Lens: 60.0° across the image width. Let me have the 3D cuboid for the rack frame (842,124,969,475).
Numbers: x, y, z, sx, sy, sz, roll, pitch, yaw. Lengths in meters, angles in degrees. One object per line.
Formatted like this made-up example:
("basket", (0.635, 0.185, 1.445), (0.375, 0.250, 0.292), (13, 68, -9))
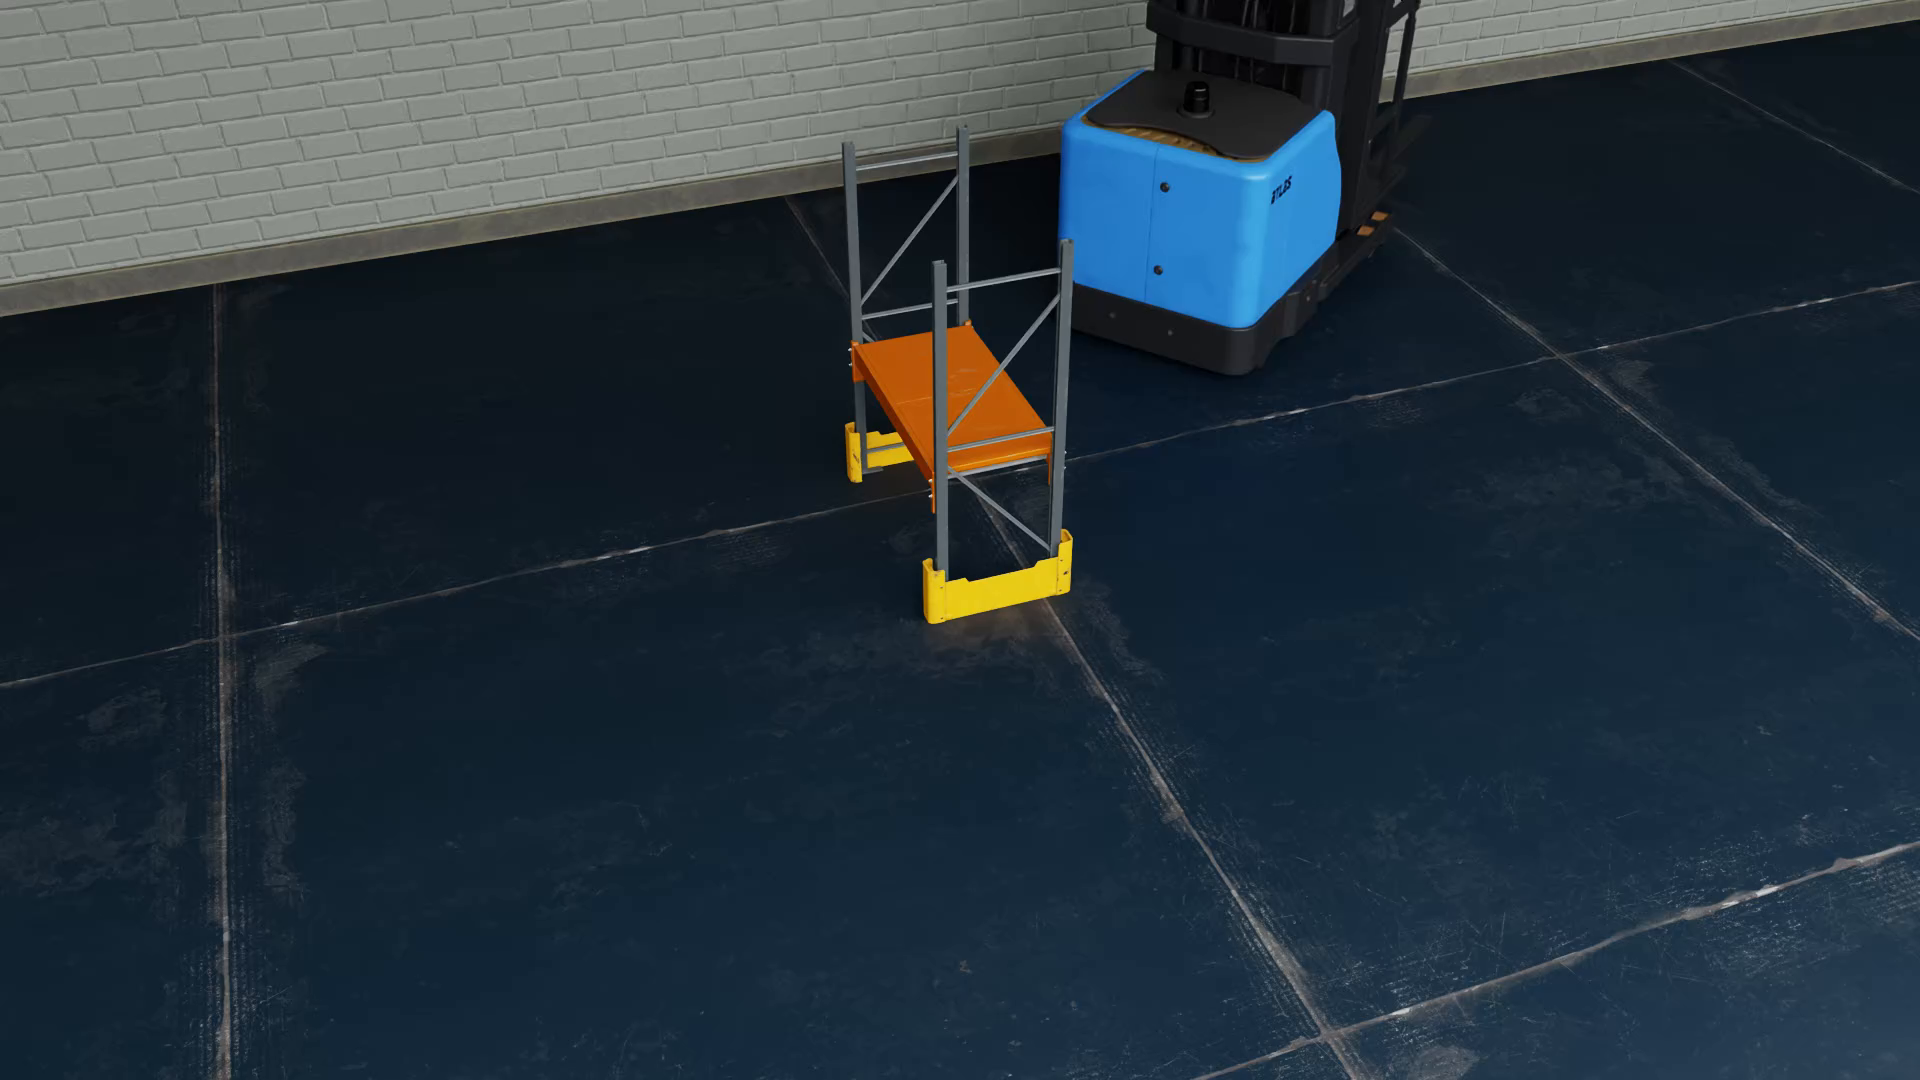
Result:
("rack frame", (-0.204, -0.934, 6.744), (0.500, 1.500, 0.032), (-12, 39, -16))

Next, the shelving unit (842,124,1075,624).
("shelving unit", (-0.026, -0.642, 6.356), (0.587, 1.500, 1.083), (-12, 39, -16))

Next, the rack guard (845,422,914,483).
("rack guard", (-0.198, -0.424, 7.105), (0.587, 0.250, 0.087), (-12, 39, -16))

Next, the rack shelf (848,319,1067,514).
("rack shelf", (-0.029, -0.504, 6.471), (0.538, 0.185, 1.000), (-12, 39, -16))

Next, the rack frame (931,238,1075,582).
("rack frame", (0.146, -0.360, 5.981), (0.500, 1.500, 0.032), (-12, 39, -16))

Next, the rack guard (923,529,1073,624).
("rack guard", (0.145, 0.138, 6.358), (0.587, 0.250, 0.087), (-12, 39, -16))

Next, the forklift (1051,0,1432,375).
("forklift", (1.650, -2.783, 8.009), (1.130, 2.935, 3.031), (21, 42, 25))
